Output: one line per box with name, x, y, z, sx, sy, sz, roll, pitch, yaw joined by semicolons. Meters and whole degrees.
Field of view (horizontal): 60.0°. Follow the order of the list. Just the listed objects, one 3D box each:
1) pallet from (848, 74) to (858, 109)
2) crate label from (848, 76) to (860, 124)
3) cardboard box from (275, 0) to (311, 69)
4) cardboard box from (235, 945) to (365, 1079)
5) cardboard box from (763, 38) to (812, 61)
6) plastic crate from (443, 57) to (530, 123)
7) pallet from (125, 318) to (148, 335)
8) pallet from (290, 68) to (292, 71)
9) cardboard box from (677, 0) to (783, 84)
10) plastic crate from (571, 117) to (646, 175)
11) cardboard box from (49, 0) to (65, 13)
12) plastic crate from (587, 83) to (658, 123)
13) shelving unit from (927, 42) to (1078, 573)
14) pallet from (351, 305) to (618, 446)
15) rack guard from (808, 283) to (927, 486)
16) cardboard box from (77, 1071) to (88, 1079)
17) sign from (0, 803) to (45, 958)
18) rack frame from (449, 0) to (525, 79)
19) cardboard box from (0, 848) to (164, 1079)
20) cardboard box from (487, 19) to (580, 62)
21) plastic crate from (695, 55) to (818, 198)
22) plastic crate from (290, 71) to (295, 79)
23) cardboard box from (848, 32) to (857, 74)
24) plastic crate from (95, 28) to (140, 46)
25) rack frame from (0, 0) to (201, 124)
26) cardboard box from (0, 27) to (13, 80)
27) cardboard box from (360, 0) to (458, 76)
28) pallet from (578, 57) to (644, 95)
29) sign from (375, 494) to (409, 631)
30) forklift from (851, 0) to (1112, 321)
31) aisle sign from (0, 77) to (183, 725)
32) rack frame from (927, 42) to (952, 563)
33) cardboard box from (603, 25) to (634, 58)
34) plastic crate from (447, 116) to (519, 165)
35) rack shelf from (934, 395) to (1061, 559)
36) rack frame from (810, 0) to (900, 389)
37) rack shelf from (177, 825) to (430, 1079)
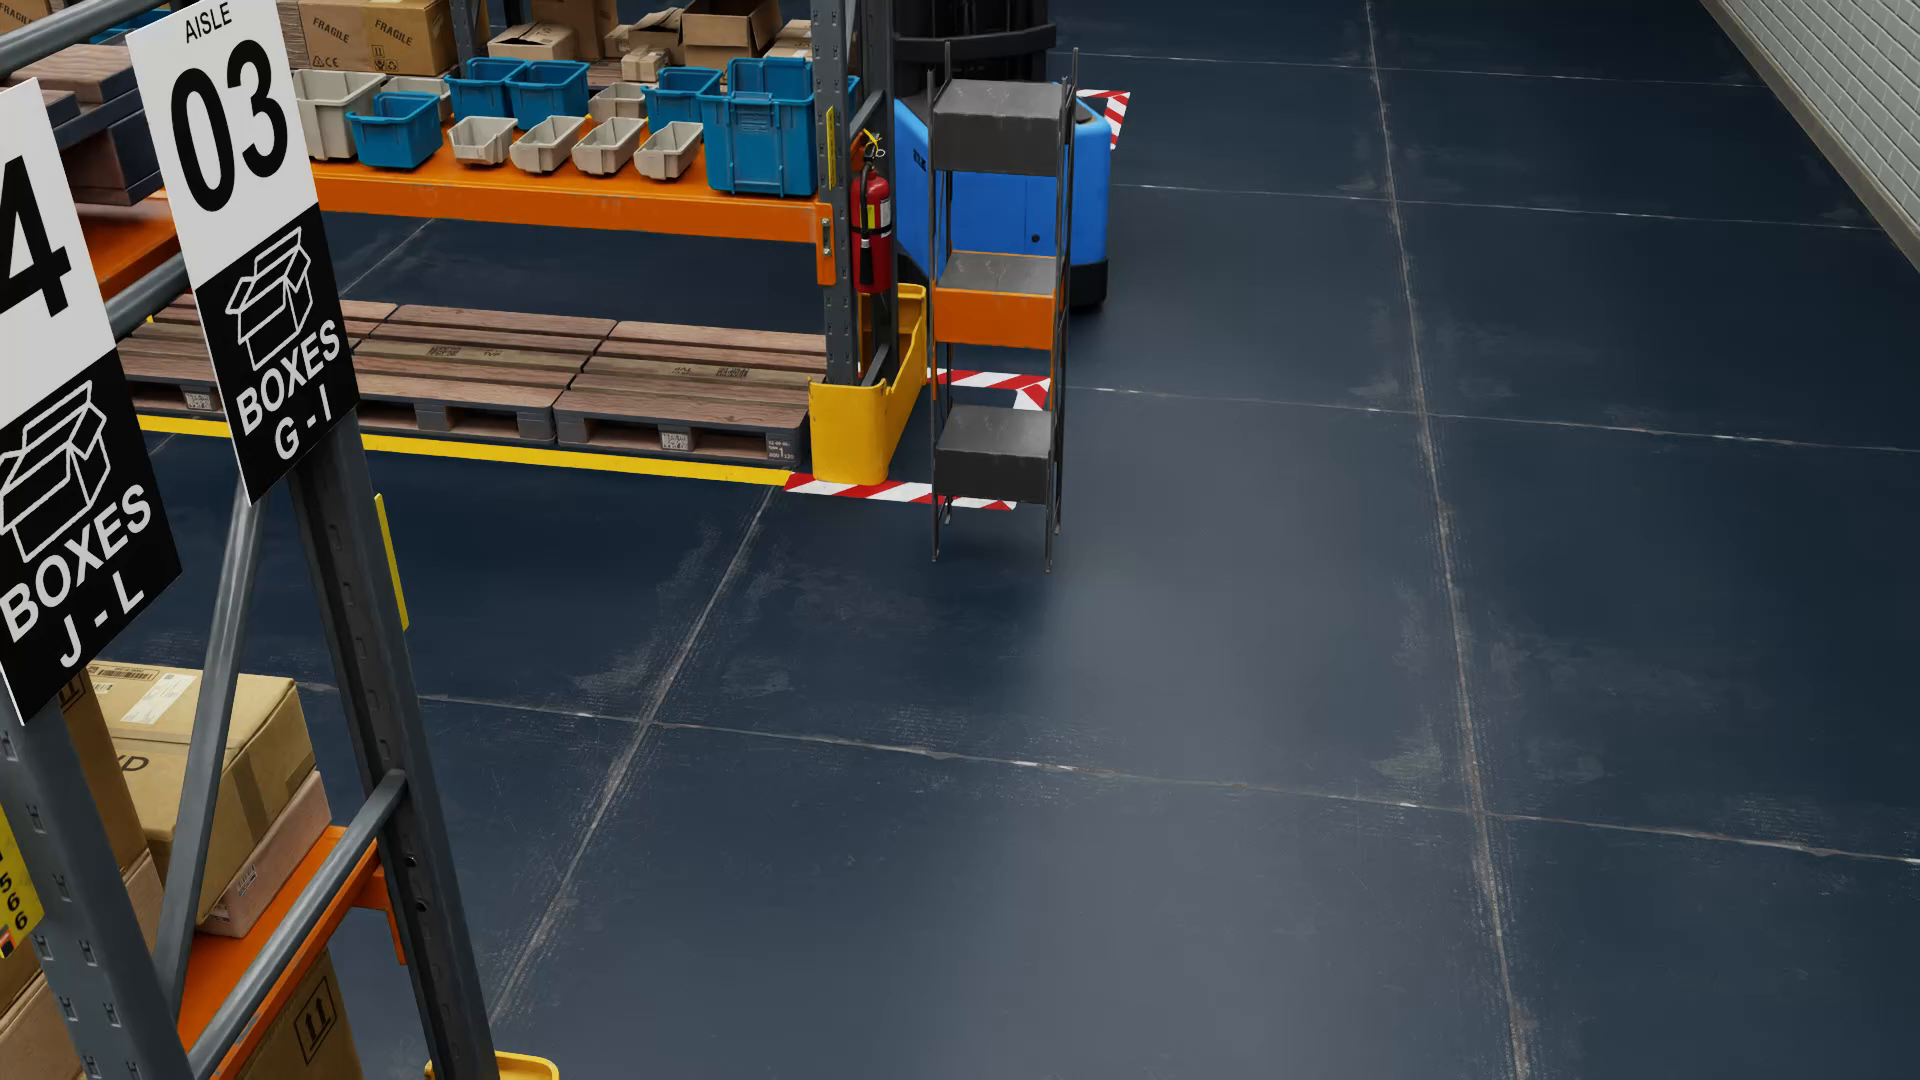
pallet;-0.476;-3.317;12.351;1.213;0.211;1.003;5;32;8
crate label;-0.640;-1.980;7.688;0.303;0.233;0.416;5;32;8
cardboard box;-5.073;-3.894;12.585;0.500;0.500;0.500;6;32;9
cardboard box;-1.930;1.466;3.687;0.875;0.875;0.875;5;32;8
cardboard box;-1.124;-3.463;12.132;0.500;0.250;0.500;5;32;8
plastic crate;-2.234;-2.125;7.918;0.300;0.233;0.416;5;32;8
pallet;-5.149;-1.097;8.804;1.213;0.211;1.003;5;32;8
pallet;-5.573;-3.757;13.054;1.213;0.211;1.003;5;32;8
cardboard box;-1.706;-3.742;12.340;0.637;0.503;0.797;5;32;8
plastic crate;-1.570;-1.757;7.422;0.243;0.136;0.396;5;32;8
cardboard box;-6.584;-4.029;12.801;0.500;0.500;0.500;4;32;6
plastic crate;-1.611;-2.072;7.925;0.298;0.136;0.250;5;32;8
shelving unit;0.163;-0.875;6.669;0.503;2.100;0.431;5;32;8
pallet;-2.458;-0.854;8.415;1.213;0.211;1.003;5;32;8
rack guard;-0.427;-0.777;8.020;0.348;0.500;1.175;5;32;8
cardboard box;-1.692;1.006;3.053;0.250;0.149;0.380;6;33;9
sign;-1.391;0.450;2.389;0.005;0.325;0.100;5;32;8
rack frame;-3.558;-4.779;12.058;0.127;3.000;1.000;5;32;8
cardboard box;-1.808;0.792;3.019;0.500;0.250;0.500;5;32;7
cardboard box;-3.181;-3.675;12.414;0.500;0.311;0.500;5;32;8
plastic crate;-0.814;-1.804;7.215;0.499;0.435;0.616;5;32;8
plastic crate;-3.247;-2.138;8.041;0.590;0.125;0.437;5;32;8
cardboard box;-0.597;-3.684;12.486;0.500;0.250;0.500;5;32;8
plastic crate;-3.557;-2.030;7.550;0.583;0.464;0.402;5;32;8
rack frame;-1.286;-1.784;1.619;0.127;3.000;1.000;5;32;8
cardboard box;-1.807;-0.794;2.280;0.500;0.500;0.700;3;32;5
cardboard box;-4.093;-3.800;12.435;0.500;0.500;0.500;5;32;8
pallet;-2.882;-3.535;12.699;1.213;0.211;1.003;5;32;8
sign;-1.186;0.069;3.423;0.005;0.325;0.100;5;32;8
forklift;-0.140;-3.177;9.563;1.130;2.935;3.031;-10;33;-16
aisle sign;-1.265;-0.180;2.260;0.004;0.787;0.394;5;32;8
rack frame;-0.077;-0.897;6.704;0.015;2.100;0.400;5;32;8
cardboard box;-2.569;-3.852;12.850;0.250;0.149;0.380;5;32;8
plastic crate;-2.144;-1.786;7.468;0.250;0.136;0.298;5;32;8
rack shelf;0.163;-0.270;7.048;0.480;0.518;0.431;5;32;8
rack frame;-0.452;-1.832;7.349;0.127;3.000;1.000;5;32;8
rack shelf;-3.257;0.885;3.687;4.000;0.370;1.077;5;32;8
